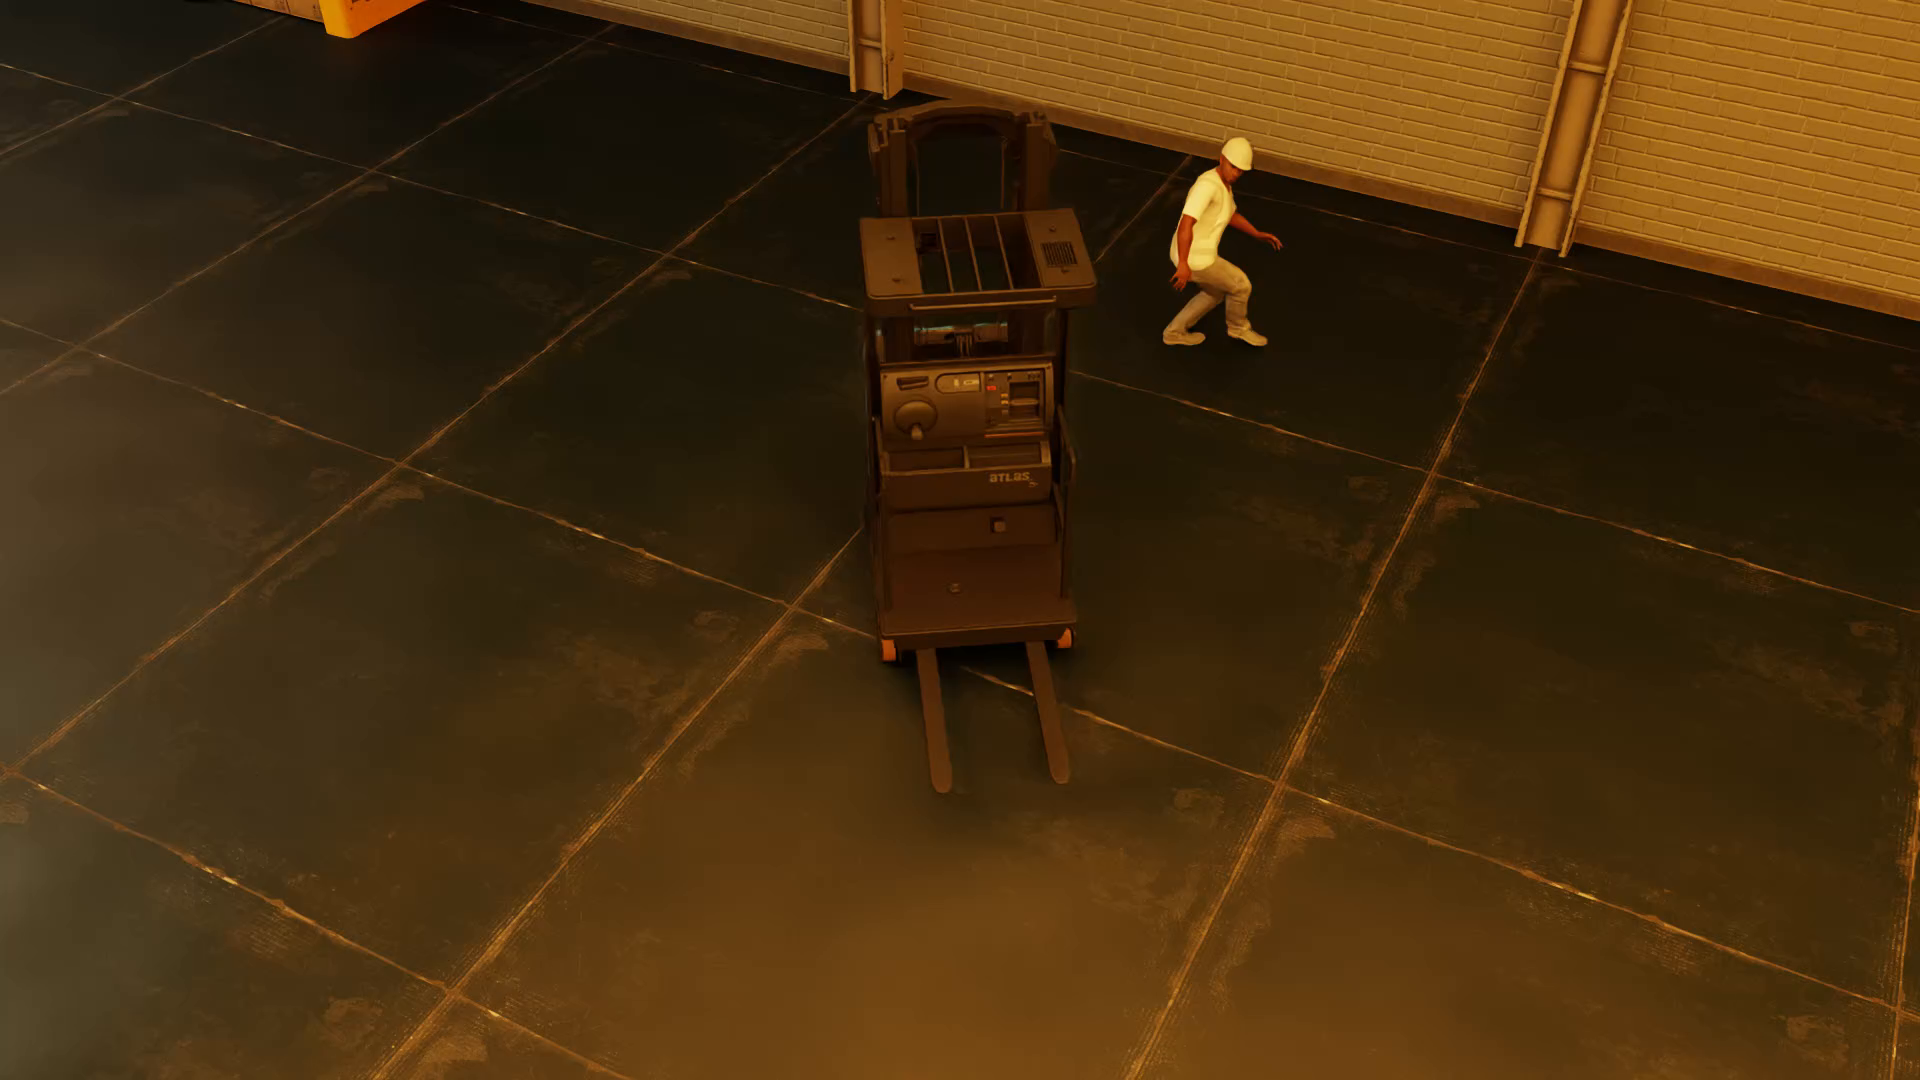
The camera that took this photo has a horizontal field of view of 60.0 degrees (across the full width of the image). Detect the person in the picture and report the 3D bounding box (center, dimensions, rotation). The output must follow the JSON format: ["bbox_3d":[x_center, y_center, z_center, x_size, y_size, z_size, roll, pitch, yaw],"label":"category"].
[{"bbox_3d":[1.809,-1.940,11.354,0.822,1.584,0.806,0,40,1],"label":"person"}]

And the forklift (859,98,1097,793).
[{"bbox_3d":[0.065,-0.666,8.777,1.130,2.935,3.031,-4,40,-4],"label":"forklift"}]
